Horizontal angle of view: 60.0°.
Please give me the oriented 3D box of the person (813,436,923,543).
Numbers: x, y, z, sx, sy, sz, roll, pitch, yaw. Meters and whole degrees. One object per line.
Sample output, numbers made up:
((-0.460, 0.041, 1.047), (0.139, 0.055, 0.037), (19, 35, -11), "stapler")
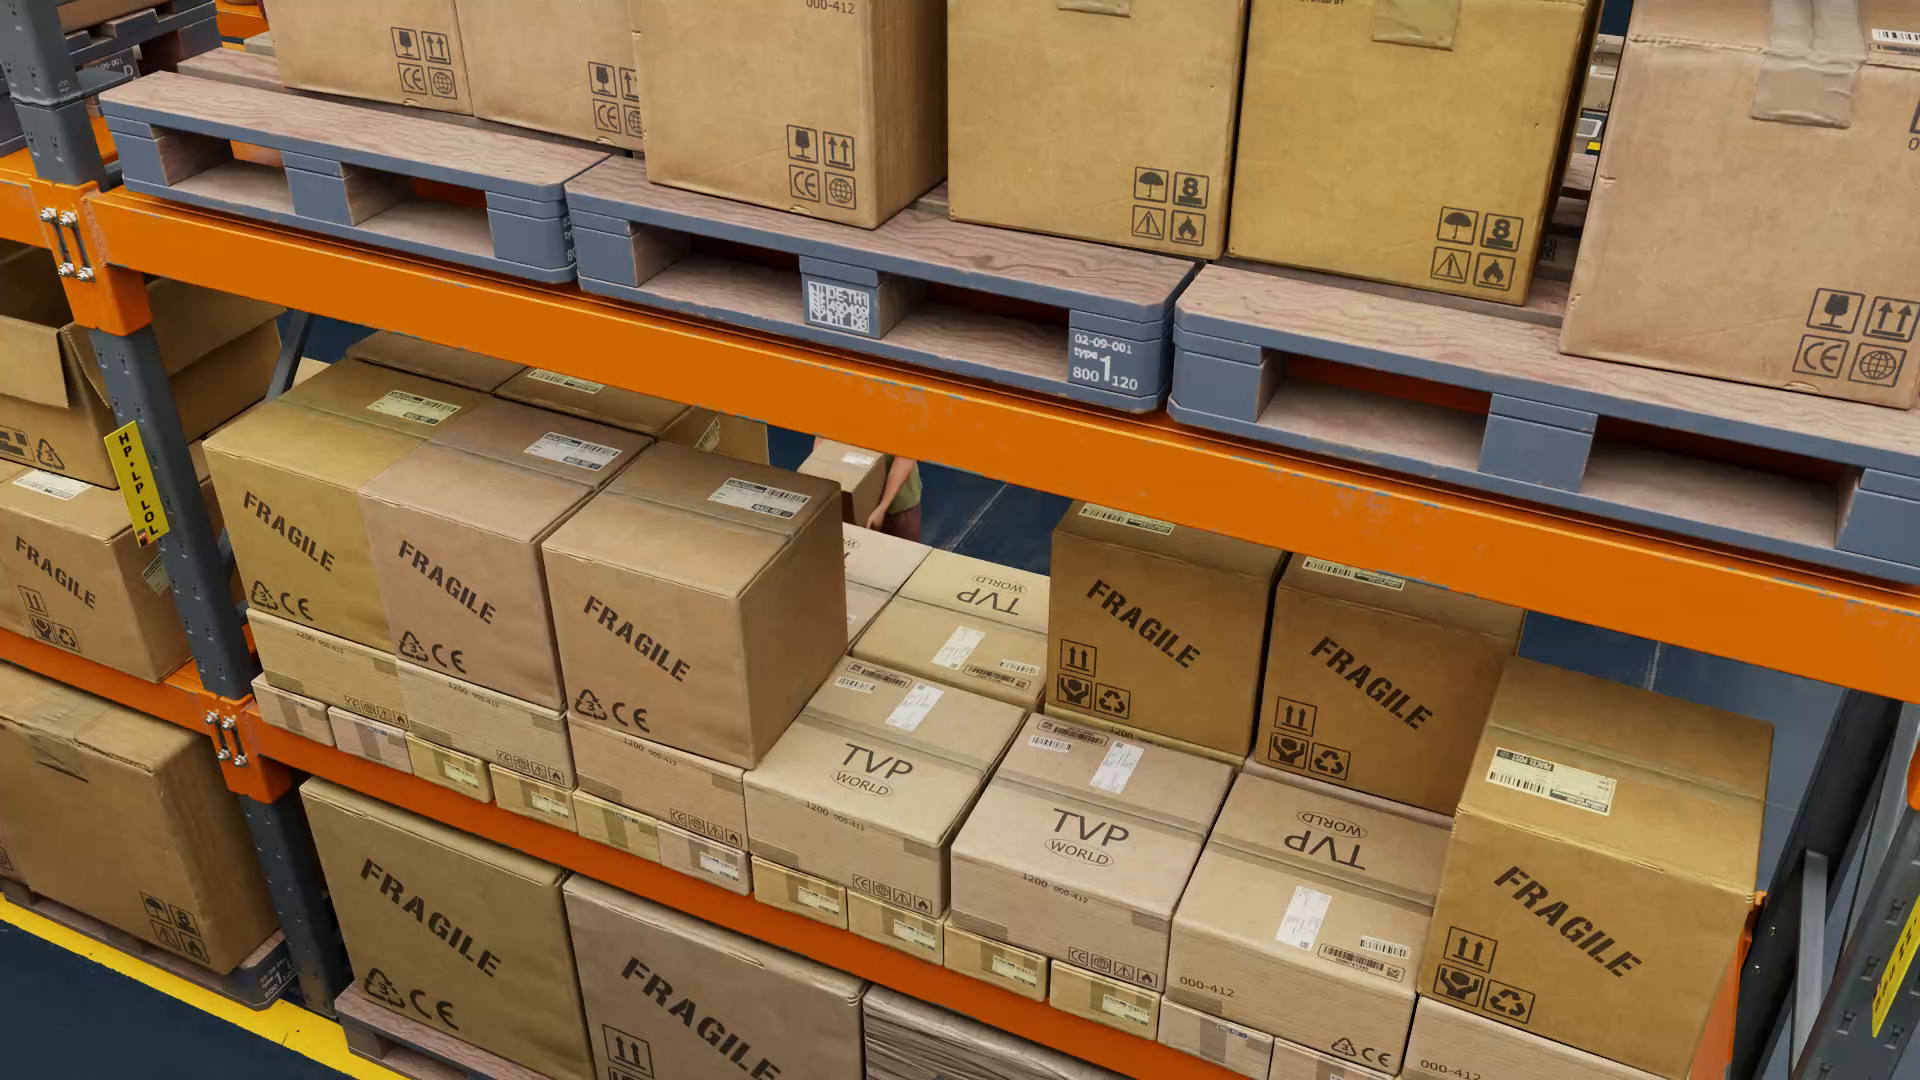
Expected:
((-0.344, -0.124, 6.339), (0.426, 1.665, 0.549), (15, 37, 21), "person")
